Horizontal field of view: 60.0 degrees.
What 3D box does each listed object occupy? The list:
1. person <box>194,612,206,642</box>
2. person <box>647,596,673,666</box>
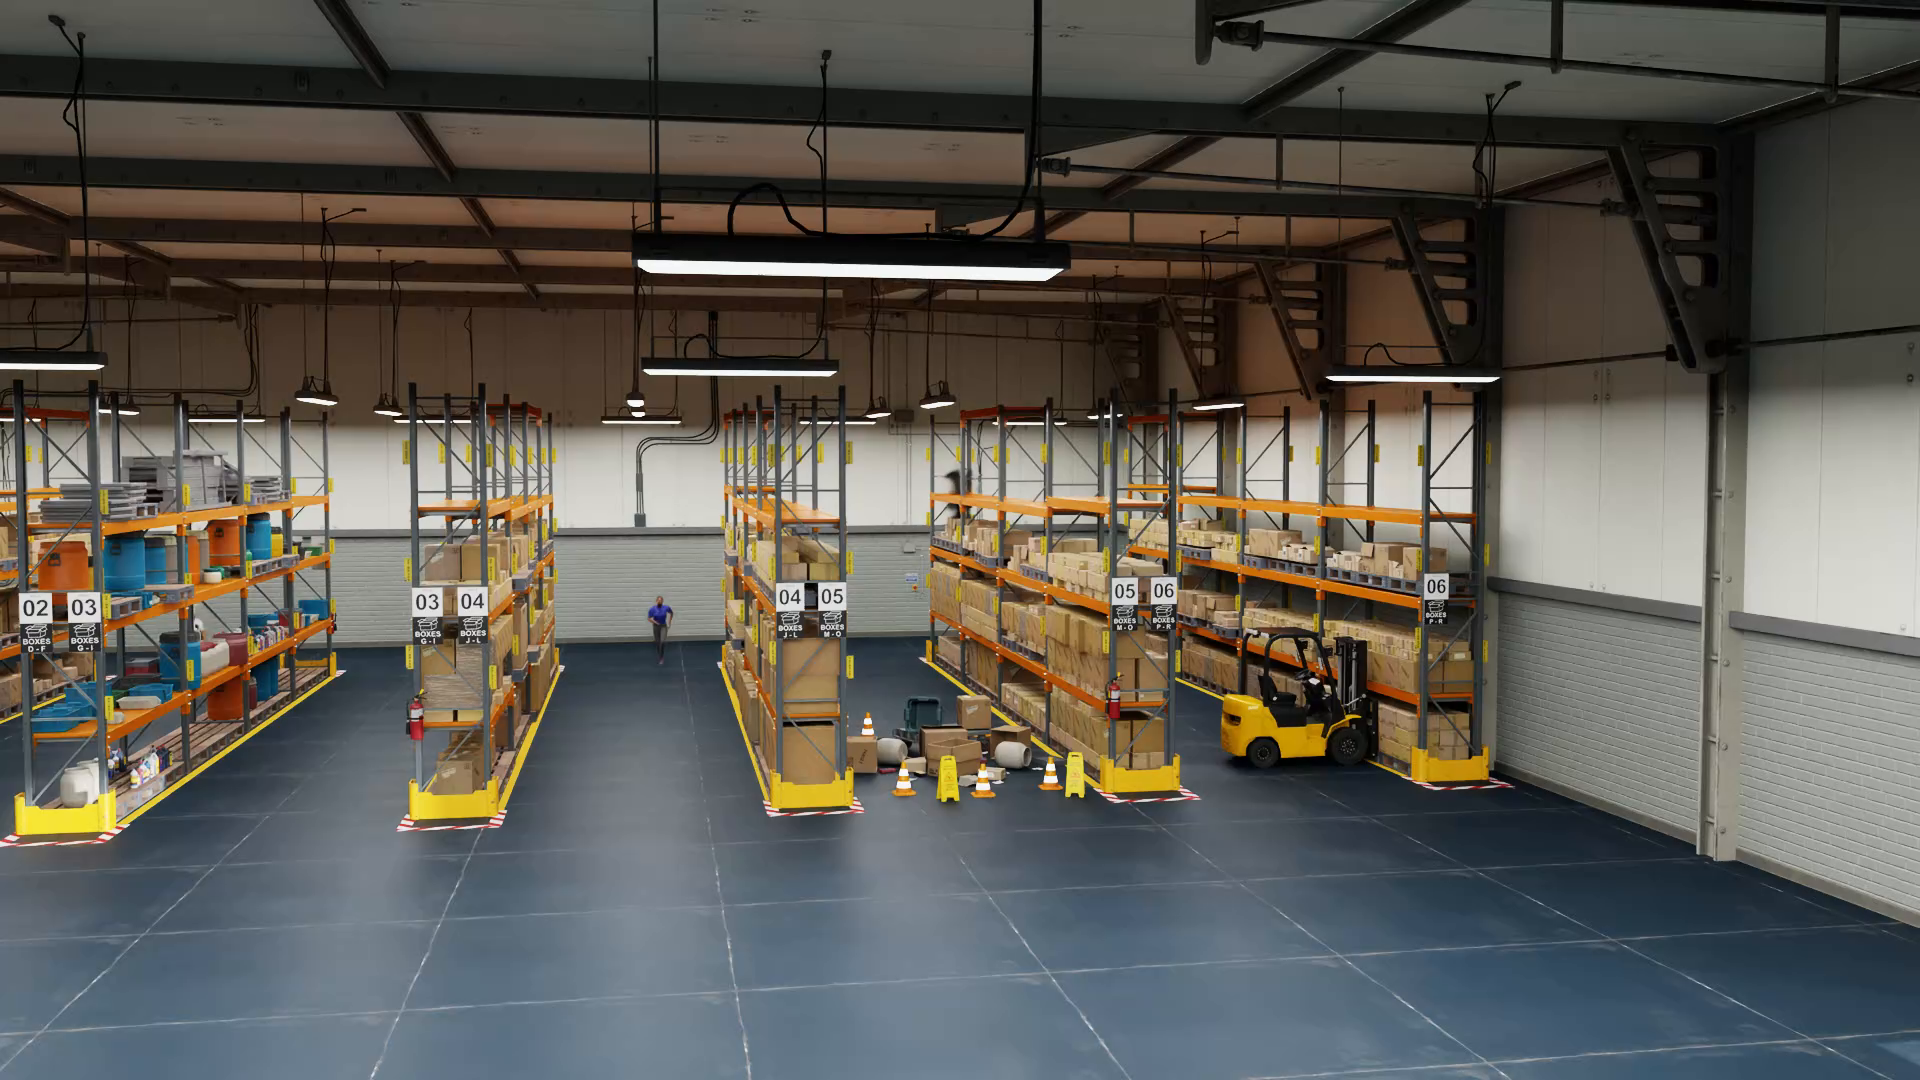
[{"bbox_3d":[-17.202,2.337,37.300,0.595,1.605,0.802,-2,3,-30],"label":"person"},{"bbox_3d":[-7.211,2.223,40.046,0.588,1.583,0.897,0,3,-5],"label":"person"}]
